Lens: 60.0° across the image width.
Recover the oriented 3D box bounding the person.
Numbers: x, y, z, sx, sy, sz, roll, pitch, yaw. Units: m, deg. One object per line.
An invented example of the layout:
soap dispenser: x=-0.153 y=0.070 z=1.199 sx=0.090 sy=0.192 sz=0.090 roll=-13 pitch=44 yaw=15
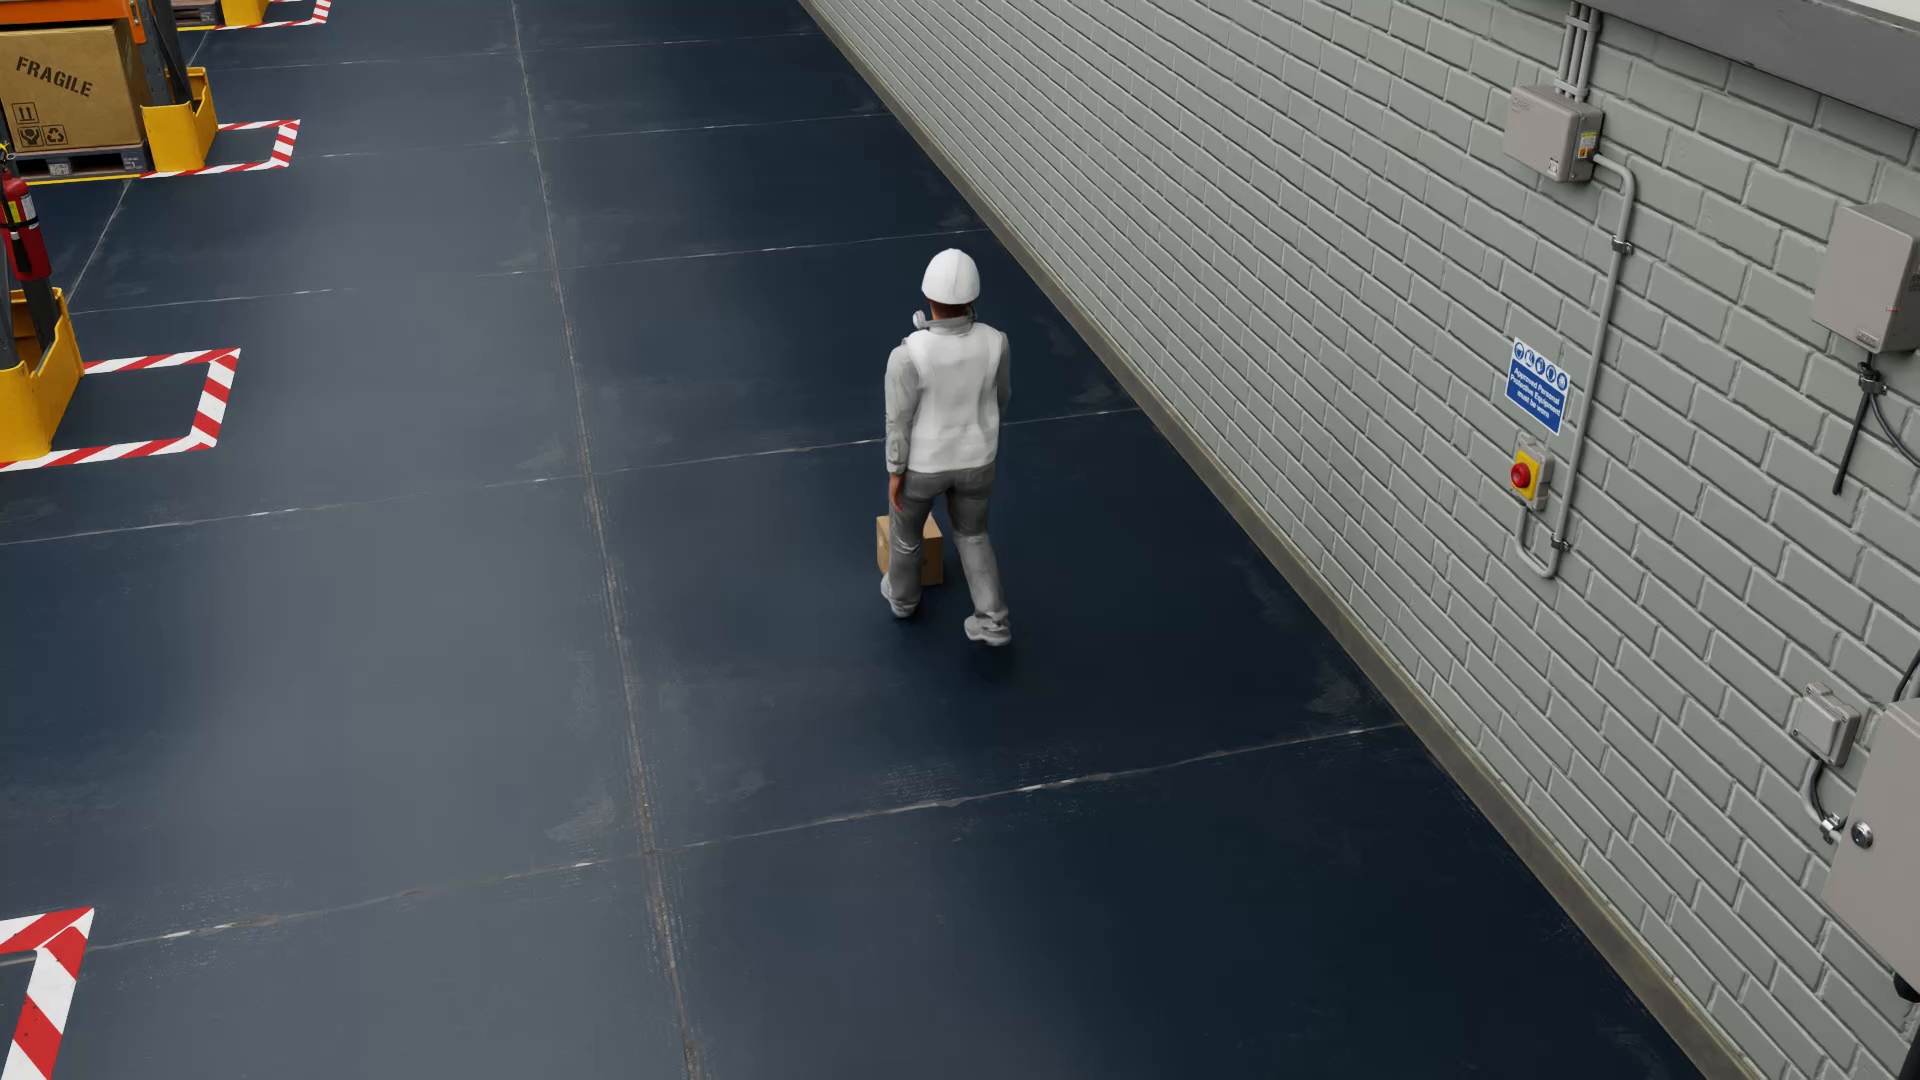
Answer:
person: x=-0.069 y=-0.374 z=6.768 sx=0.549 sy=1.747 sz=0.844 roll=-10 pitch=32 yaw=-17
